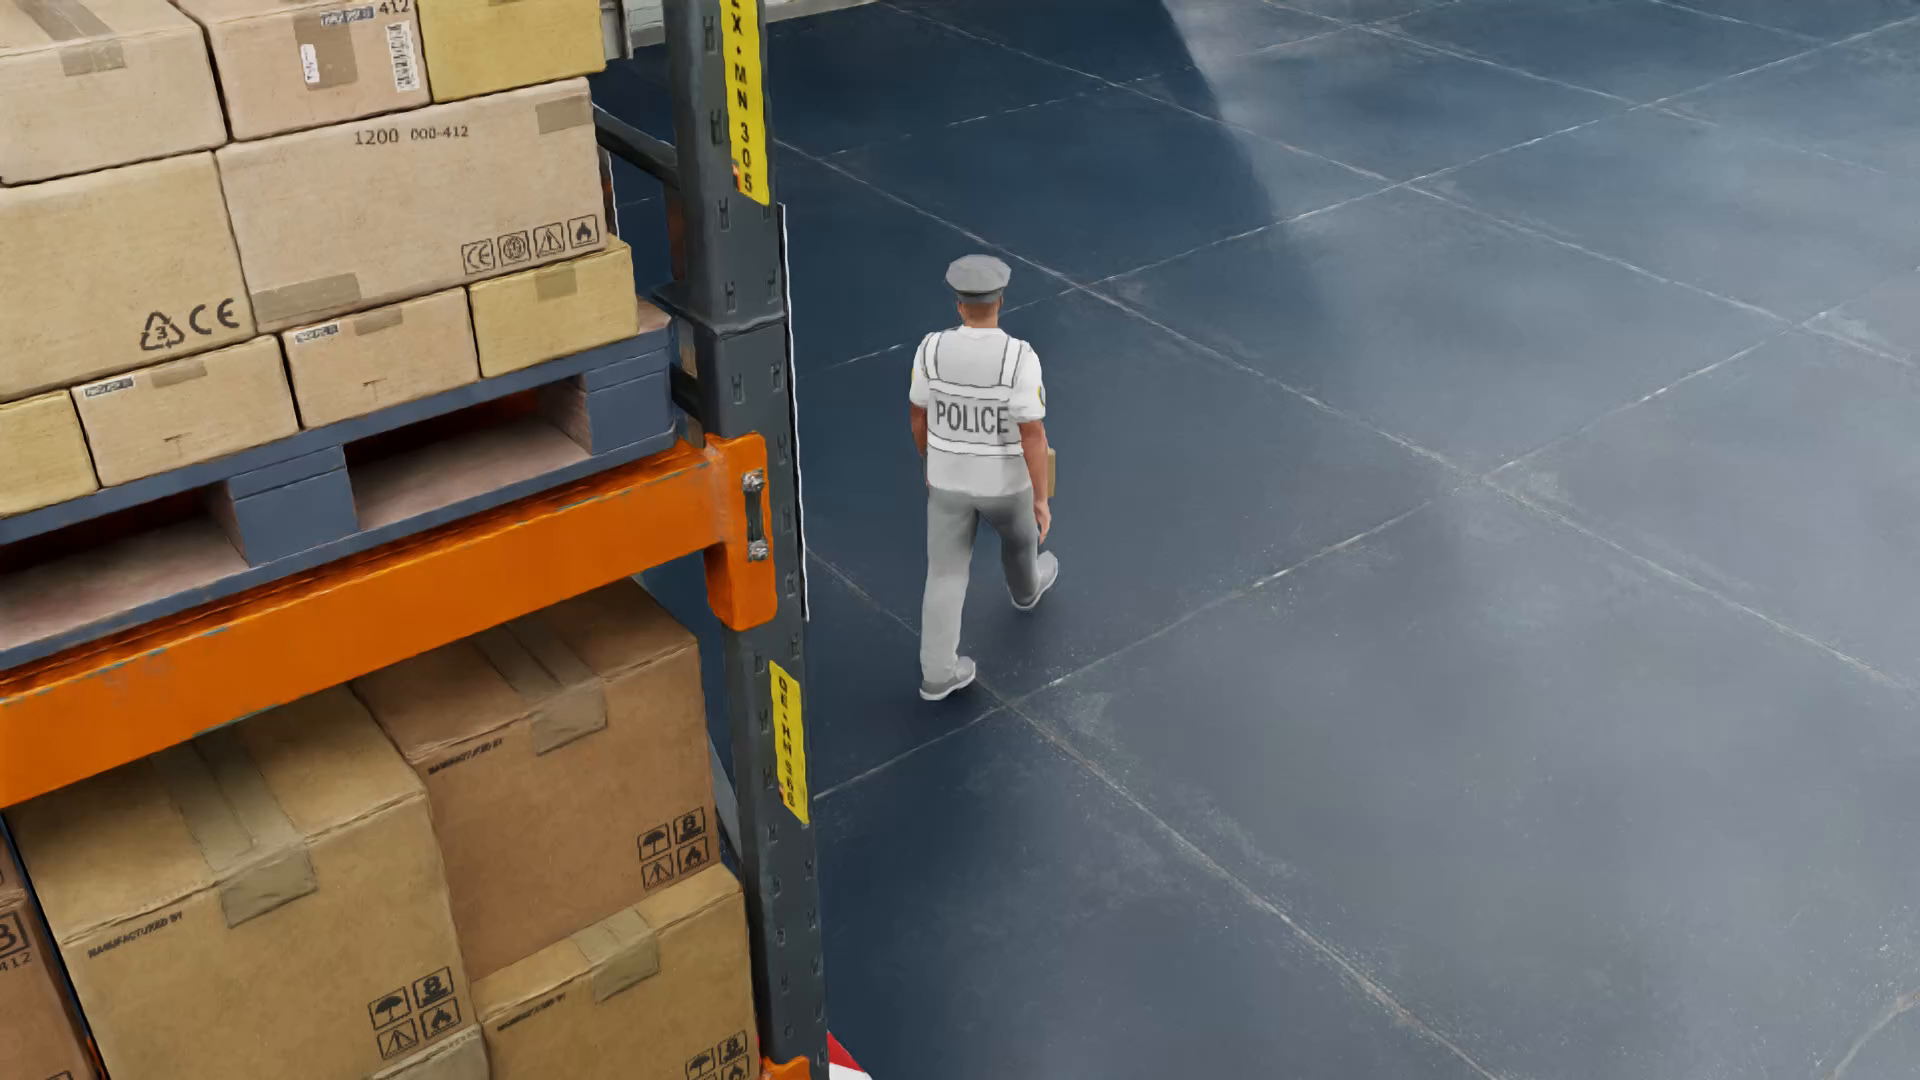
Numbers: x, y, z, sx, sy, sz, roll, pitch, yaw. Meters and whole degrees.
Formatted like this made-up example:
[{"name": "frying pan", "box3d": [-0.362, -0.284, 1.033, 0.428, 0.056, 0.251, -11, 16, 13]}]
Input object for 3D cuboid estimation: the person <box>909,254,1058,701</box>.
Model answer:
[{"name": "person", "box3d": [0.104, -0.300, 6.620, 0.604, 1.683, 1.063, 6, 33, 10]}]
